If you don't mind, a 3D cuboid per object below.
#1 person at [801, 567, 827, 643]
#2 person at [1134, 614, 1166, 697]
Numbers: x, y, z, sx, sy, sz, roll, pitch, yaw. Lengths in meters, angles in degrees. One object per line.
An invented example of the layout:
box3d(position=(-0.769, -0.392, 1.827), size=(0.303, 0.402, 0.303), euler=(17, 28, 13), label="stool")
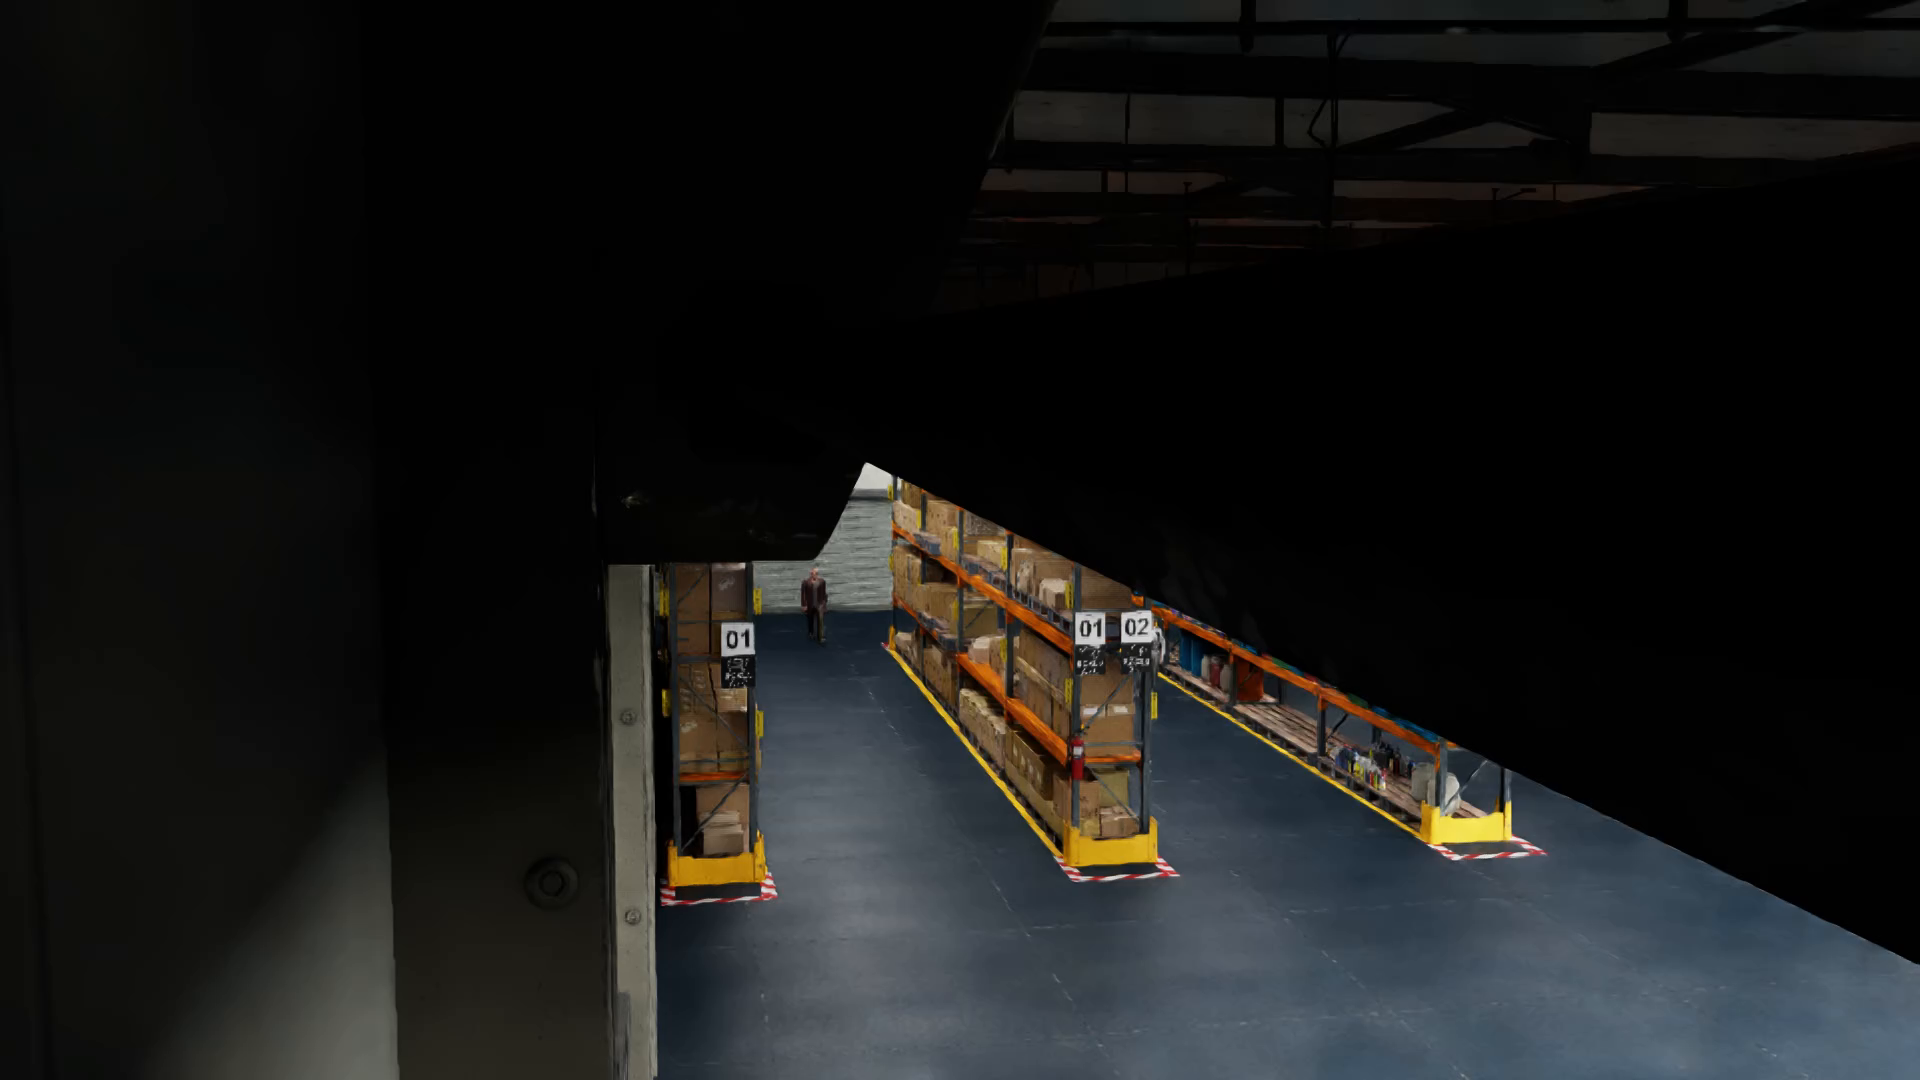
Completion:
box3d(position=(-3.269, 1.434, 37.331), size=(0.598, 1.698, 1.193), euler=(-1, 6, -8), label="person")
box3d(position=(3.546, 2.160, 31.180), size=(0.639, 1.632, 0.512), euler=(-1, 6, -12), label="person")
